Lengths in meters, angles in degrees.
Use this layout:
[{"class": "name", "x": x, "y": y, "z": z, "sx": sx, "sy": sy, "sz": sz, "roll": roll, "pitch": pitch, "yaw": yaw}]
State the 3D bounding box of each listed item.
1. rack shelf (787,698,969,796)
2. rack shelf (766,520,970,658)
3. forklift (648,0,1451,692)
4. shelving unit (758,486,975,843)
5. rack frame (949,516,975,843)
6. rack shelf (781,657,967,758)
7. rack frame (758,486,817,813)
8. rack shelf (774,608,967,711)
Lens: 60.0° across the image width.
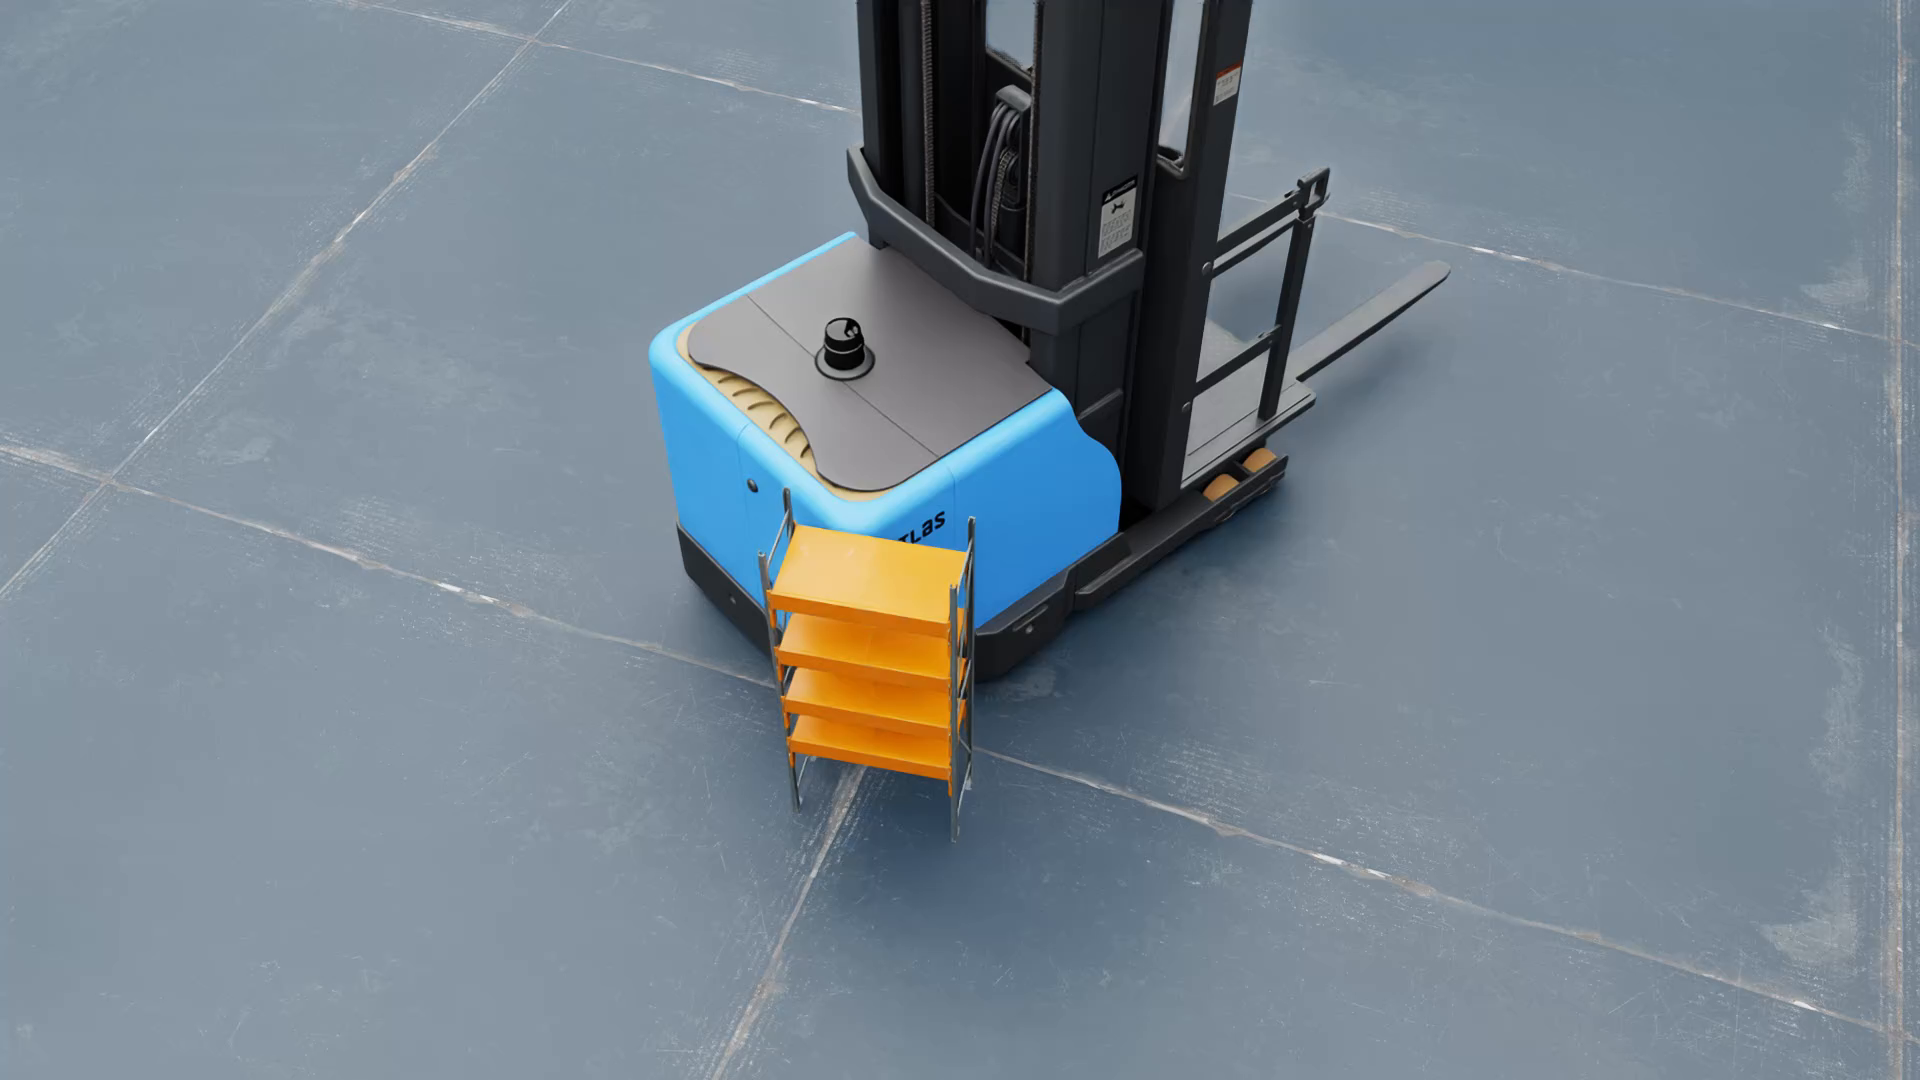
[{"class": "rack shelf", "x": -0.232, "y": 0.558, "z": 4.825, "sx": 0.480, "sy": 0.148, "sz": 0.258, "roll": 9, "pitch": 50, "yaw": 8}, {"class": "rack shelf", "x": -0.232, "y": 0.126, "z": 4.327, "sx": 0.480, "sy": 0.148, "sz": 0.258, "roll": 9, "pitch": 50, "yaw": 8}, {"class": "forklift", "x": 0.518, "y": -1.298, "z": 4.935, "sx": 3.031, "sy": 2.935, "sz": 1.130, "roll": -33, "pitch": 57, "yaw": -25}, {"class": "shelving unit", "x": -0.232, "y": 0.383, "z": 4.624, "sx": 0.503, "sy": 1.200, "sz": 0.258, "roll": 9, "pitch": 50, "yaw": 8}, {"class": "rack frame", "x": 0.006, "y": 0.423, "z": 4.590, "sx": 0.015, "sy": 1.200, "sz": 0.240, "roll": 9, "pitch": 50, "yaw": 8}, {"class": "rack shelf", "x": -0.232, "y": 0.427, "z": 4.675, "sx": 0.480, "sy": 0.148, "sz": 0.258, "roll": 9, "pitch": 50, "yaw": 8}, {"class": "rack frame", "x": -0.471, "y": 0.344, "z": 4.658, "sx": 0.015, "sy": 1.200, "sz": 0.240, "roll": 9, "pitch": 50, "yaw": 8}, {"class": "rack shelf", "x": -0.232, "y": 0.281, "z": 4.505, "sx": 0.480, "sy": 0.148, "sz": 0.258, "roll": 9, "pitch": 50, "yaw": 8}]
